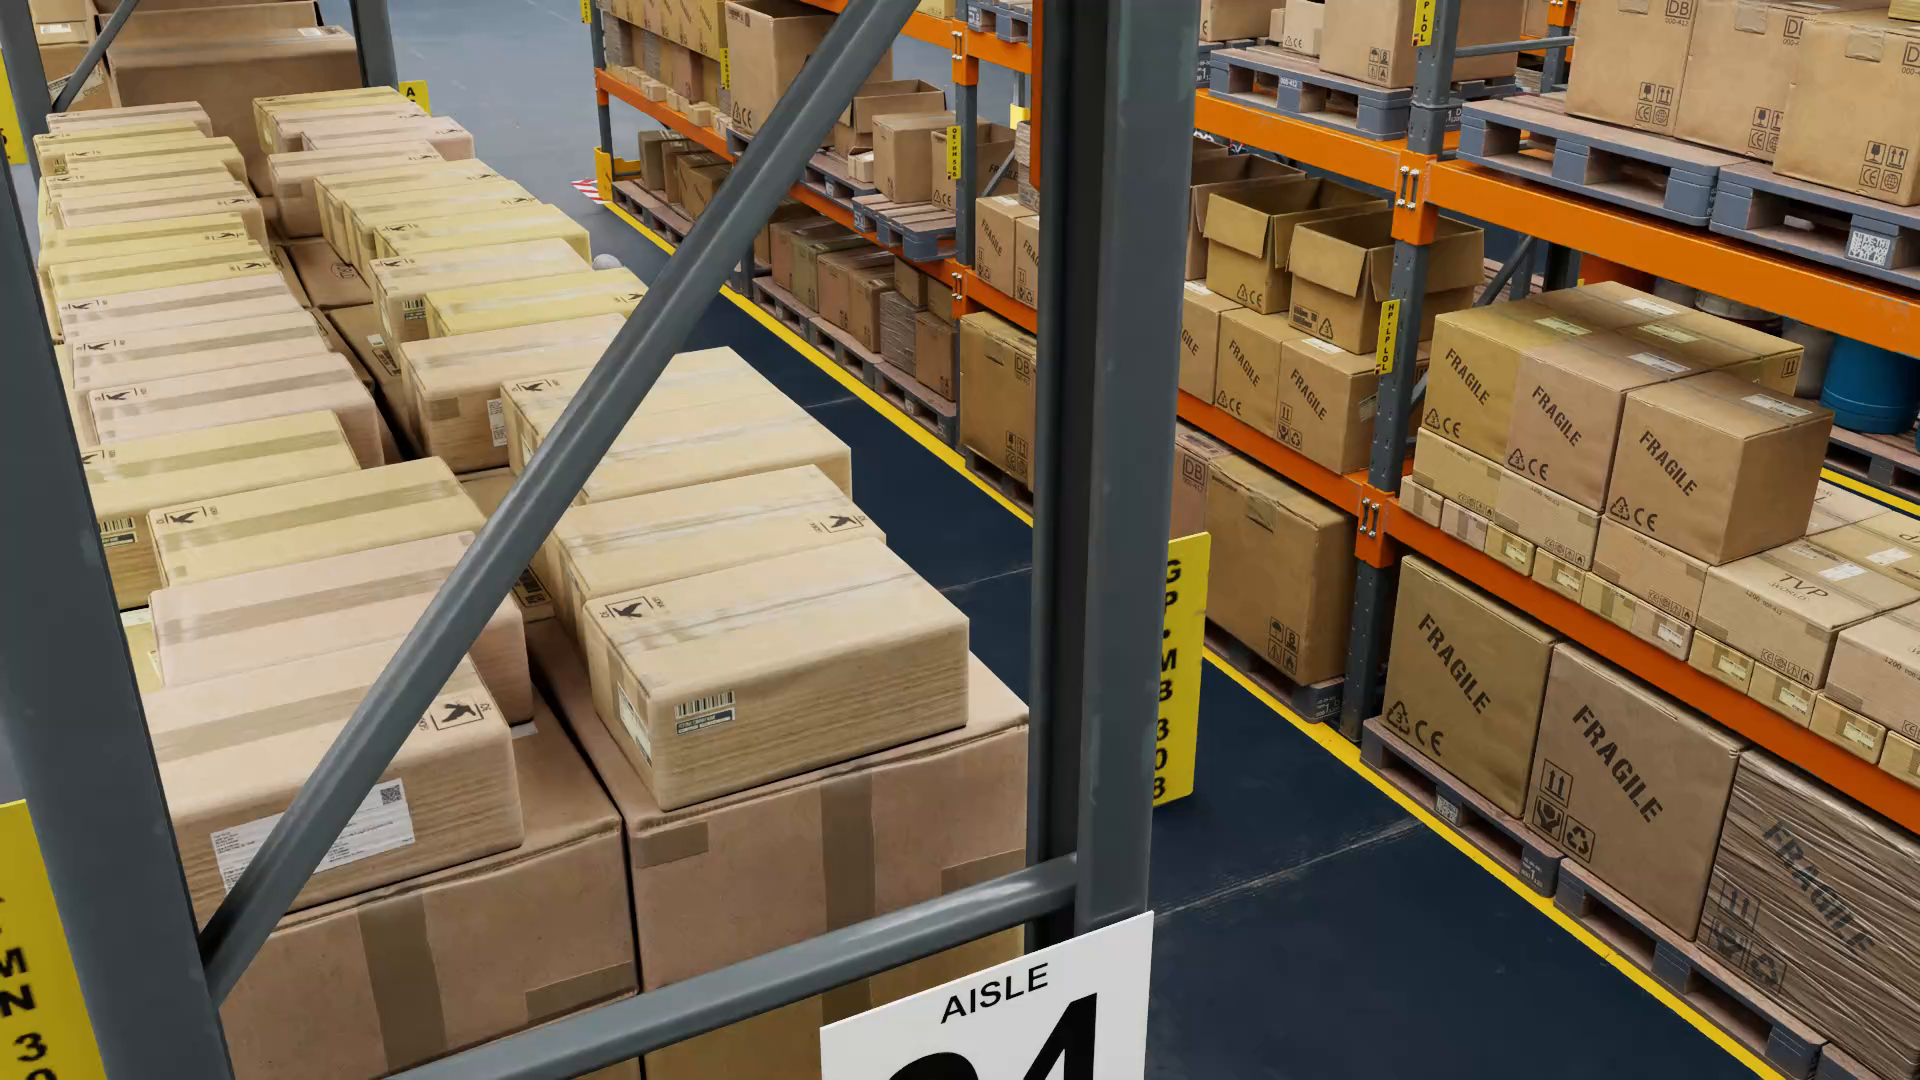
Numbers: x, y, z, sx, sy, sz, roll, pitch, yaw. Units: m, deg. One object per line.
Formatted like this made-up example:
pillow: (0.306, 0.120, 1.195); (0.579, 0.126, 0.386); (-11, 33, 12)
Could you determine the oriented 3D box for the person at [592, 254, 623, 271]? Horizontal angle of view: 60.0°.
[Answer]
person: (-2.091, -0.899, 10.017); (0.472, 1.705, 0.757); (-23, 34, -39)
